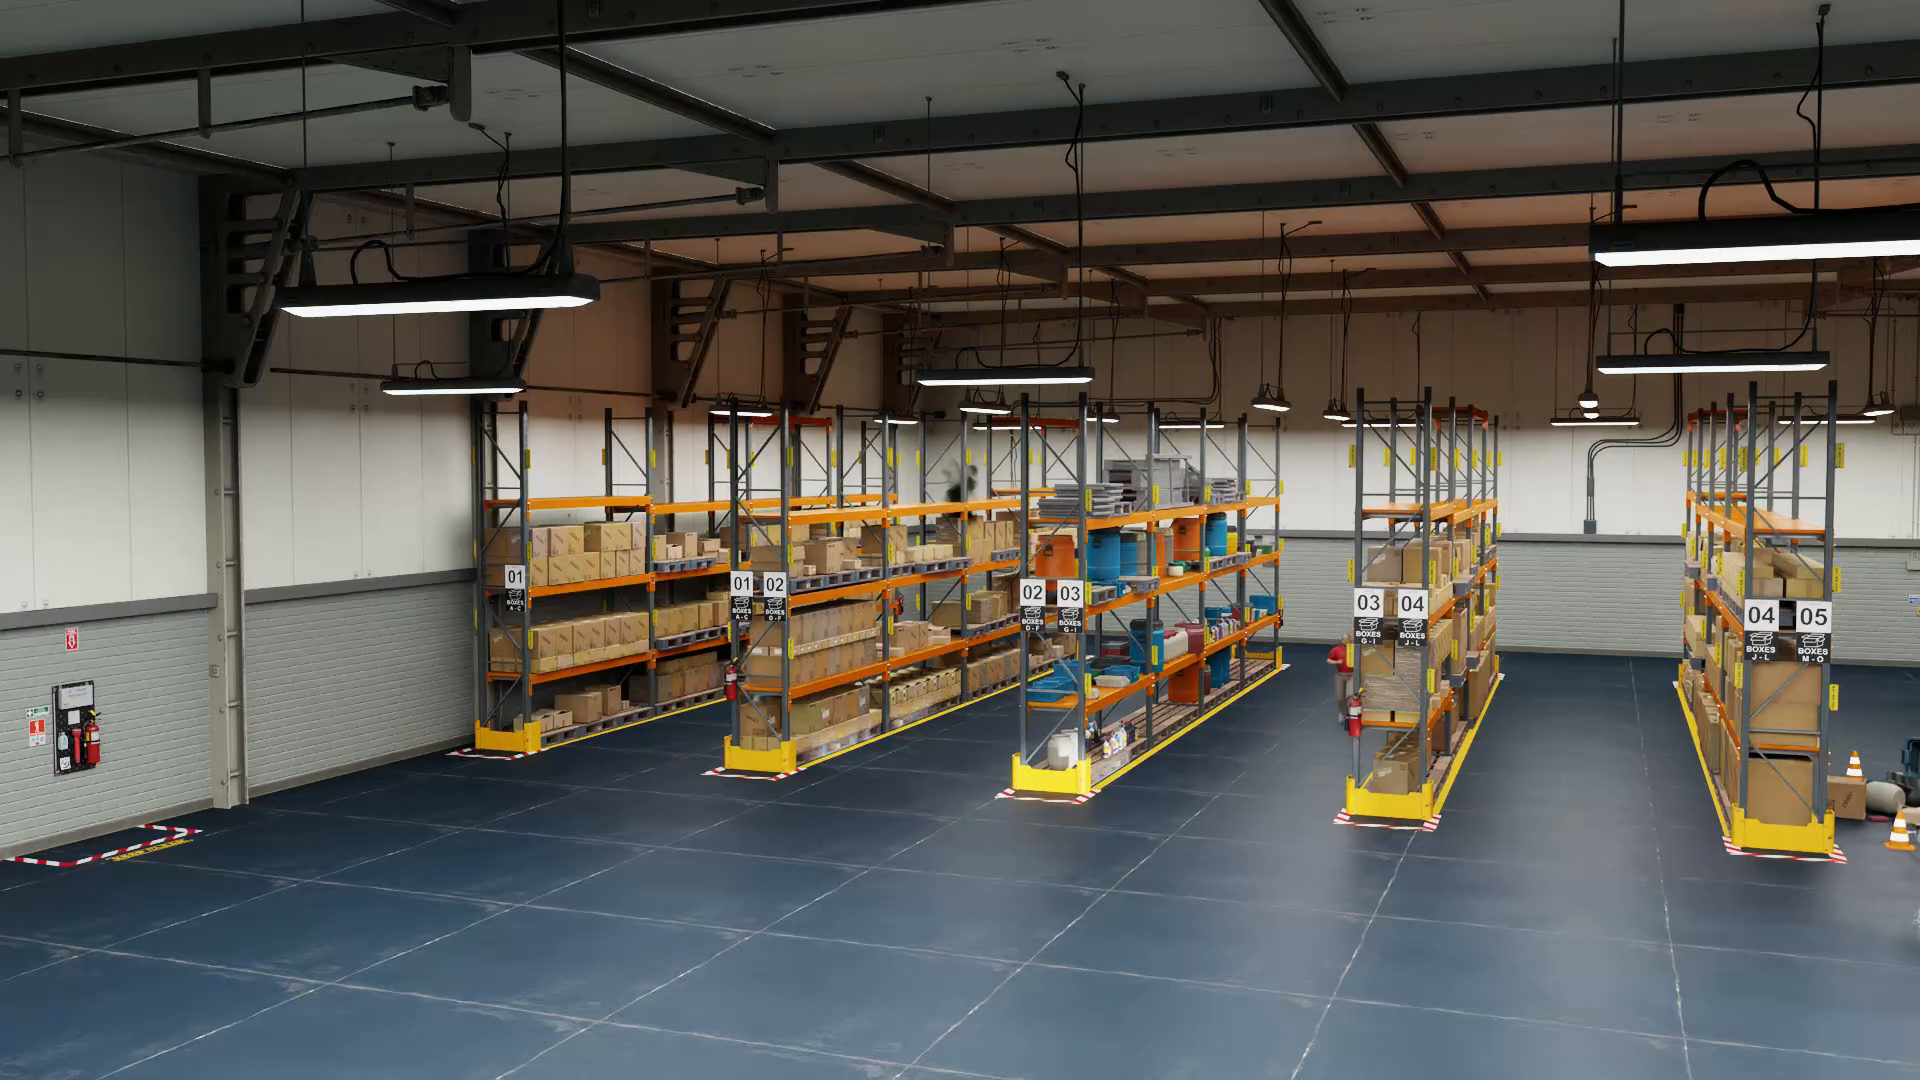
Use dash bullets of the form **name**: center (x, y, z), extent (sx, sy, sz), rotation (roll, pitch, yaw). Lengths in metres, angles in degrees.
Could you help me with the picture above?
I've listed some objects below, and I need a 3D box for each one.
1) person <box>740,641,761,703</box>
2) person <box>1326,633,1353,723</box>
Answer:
- **person**: center (-3.837, 2.659, 31.094), extent (0.578, 1.654, 0.899), rotation (0, 3, 4)
- **person**: center (7.199, 2.612, 31.083), extent (0.681, 1.764, 0.908), rotation (1, 3, 16)
